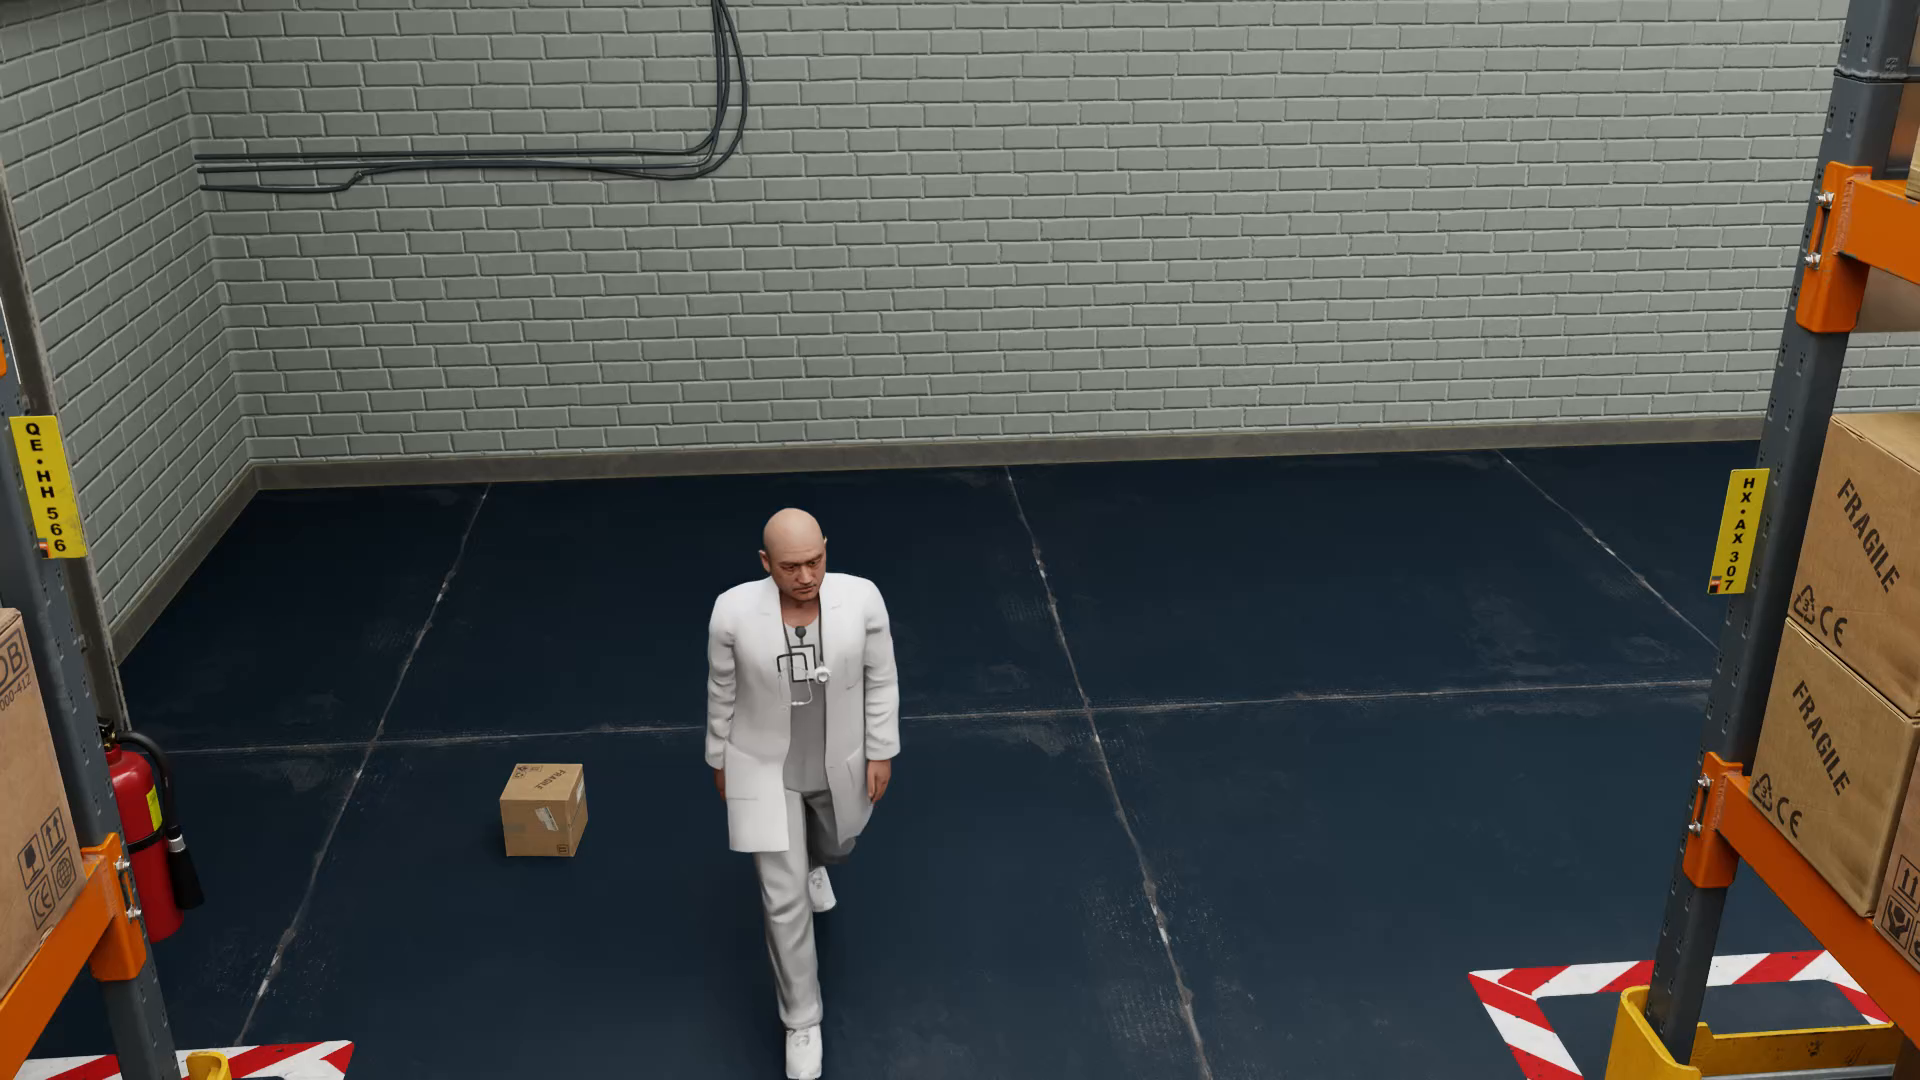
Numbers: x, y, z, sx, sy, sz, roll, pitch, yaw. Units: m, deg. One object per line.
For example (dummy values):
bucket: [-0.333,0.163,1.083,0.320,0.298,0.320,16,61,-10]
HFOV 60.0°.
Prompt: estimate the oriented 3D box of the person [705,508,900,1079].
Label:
person: [-0.489,0.649,5.147,0.589,1.725,1.127,-7,24,-16]
